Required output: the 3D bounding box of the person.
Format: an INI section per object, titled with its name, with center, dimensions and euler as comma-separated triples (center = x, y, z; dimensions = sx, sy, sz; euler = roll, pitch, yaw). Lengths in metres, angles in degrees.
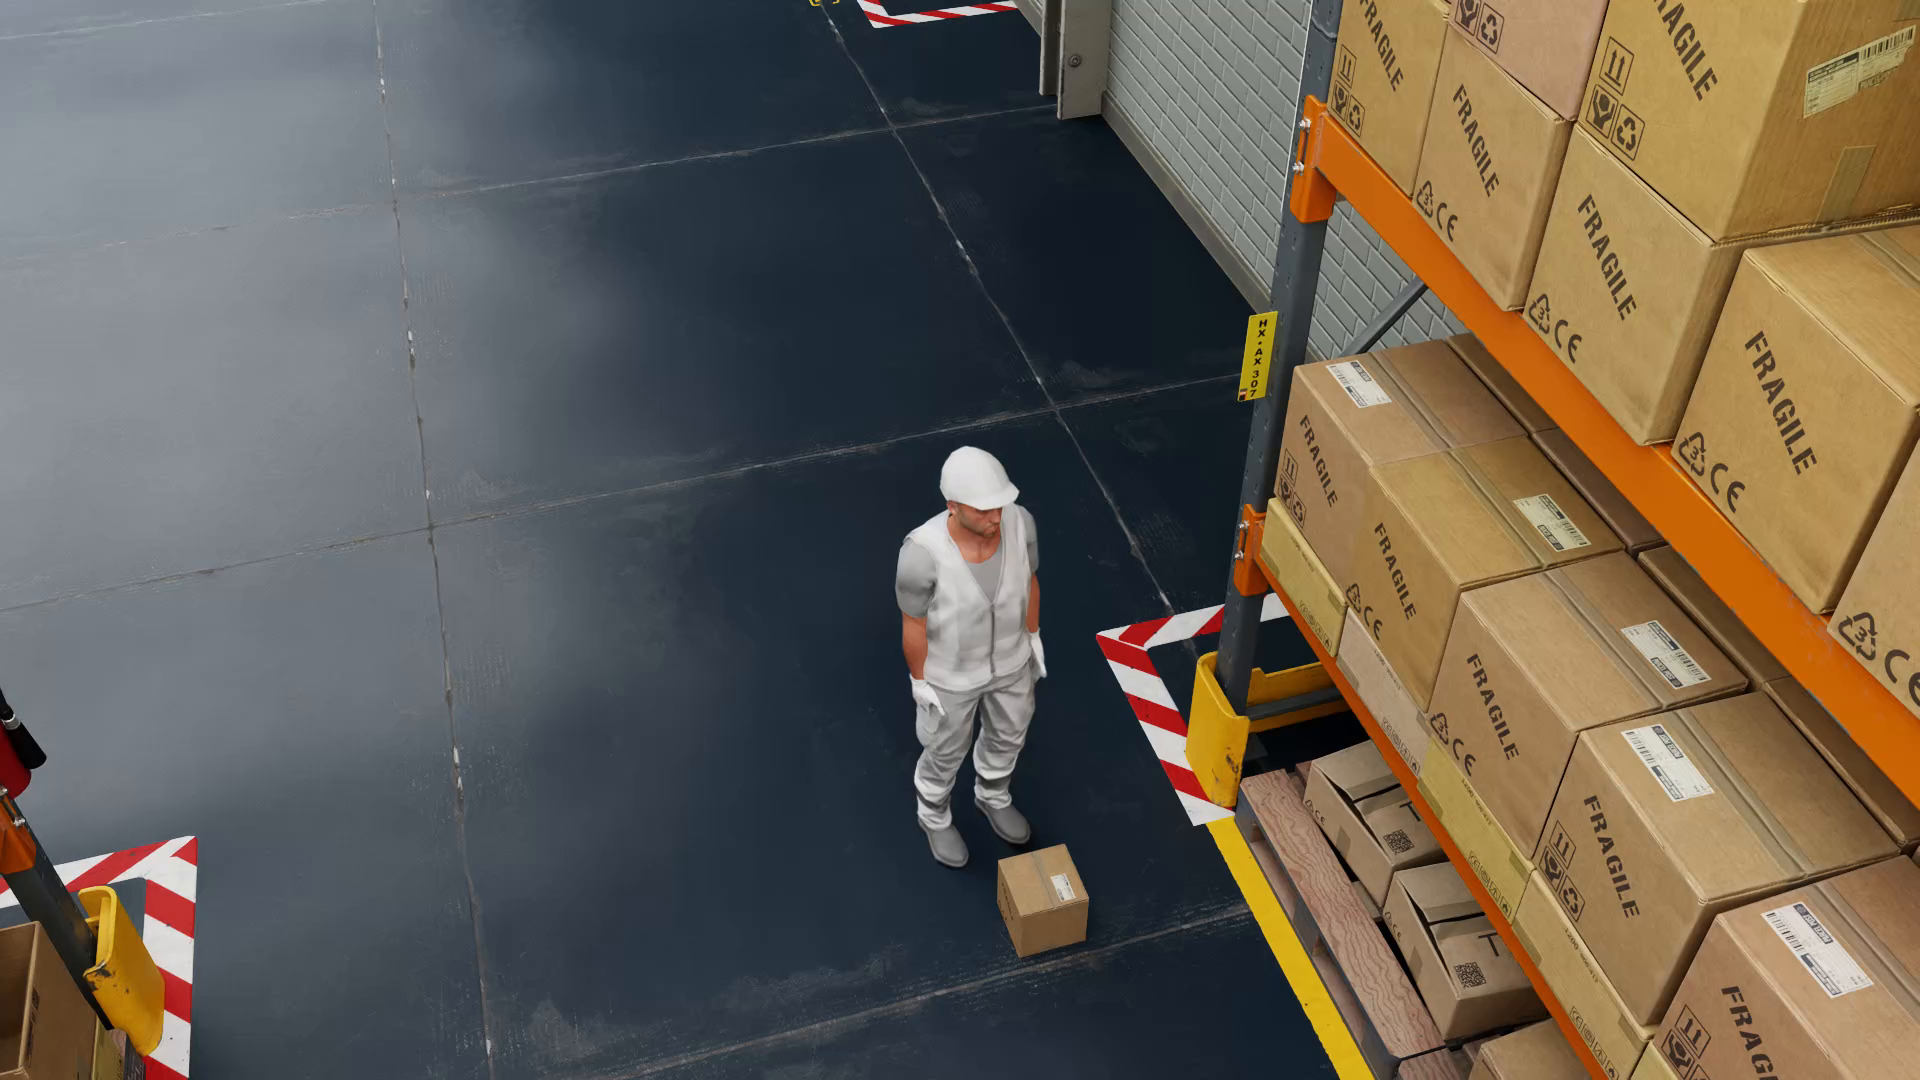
[person]
center = 0.055, 0.418, 5.676
dimensions = 0.524, 1.786, 0.352
euler = -21, 46, -21
